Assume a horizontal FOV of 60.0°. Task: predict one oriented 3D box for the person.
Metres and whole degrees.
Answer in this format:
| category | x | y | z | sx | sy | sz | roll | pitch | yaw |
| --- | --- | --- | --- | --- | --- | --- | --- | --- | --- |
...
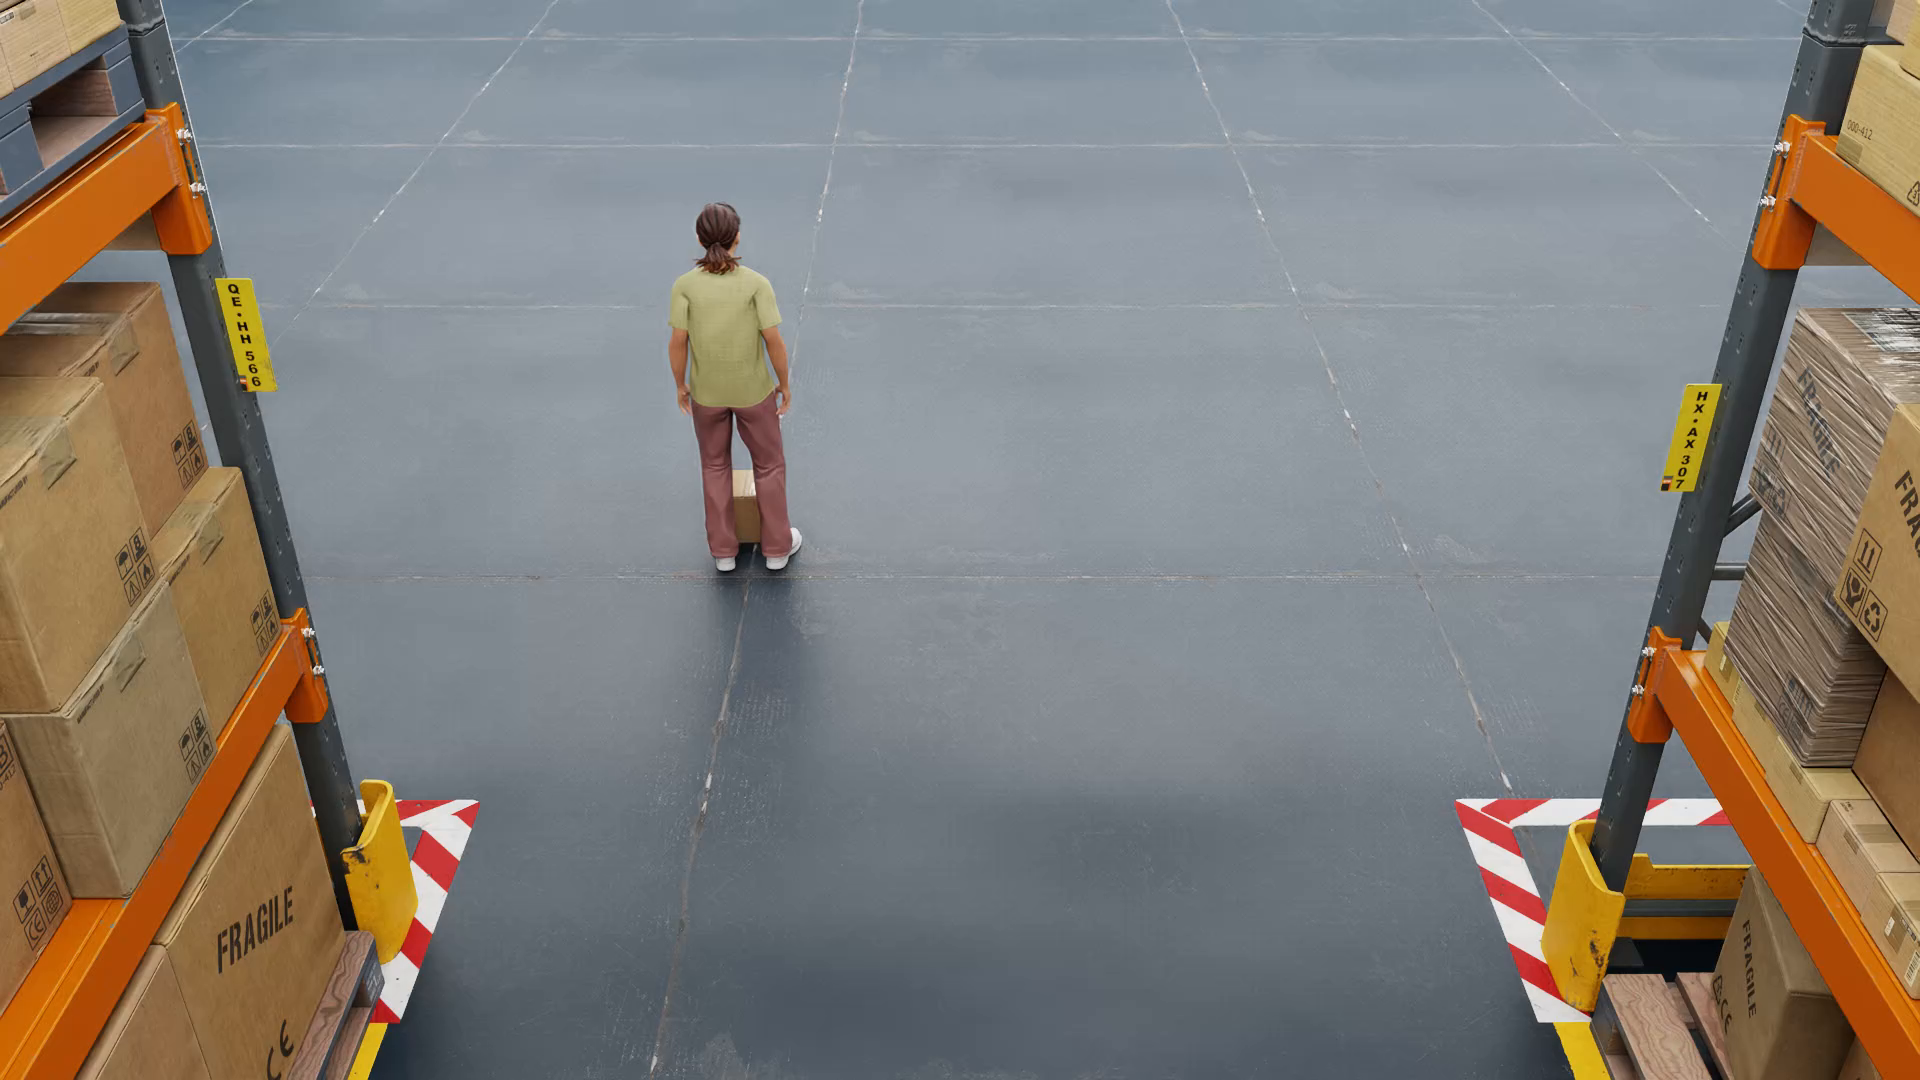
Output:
| category | x | y | z | sx | sy | sz | roll | pitch | yaw |
| --- | --- | --- | --- | --- | --- | --- | --- | --- | --- |
| person | -0.977 | -0.634 | 7.164 | 0.499 | 1.673 | 0.357 | 0 | 32 | 0 |
